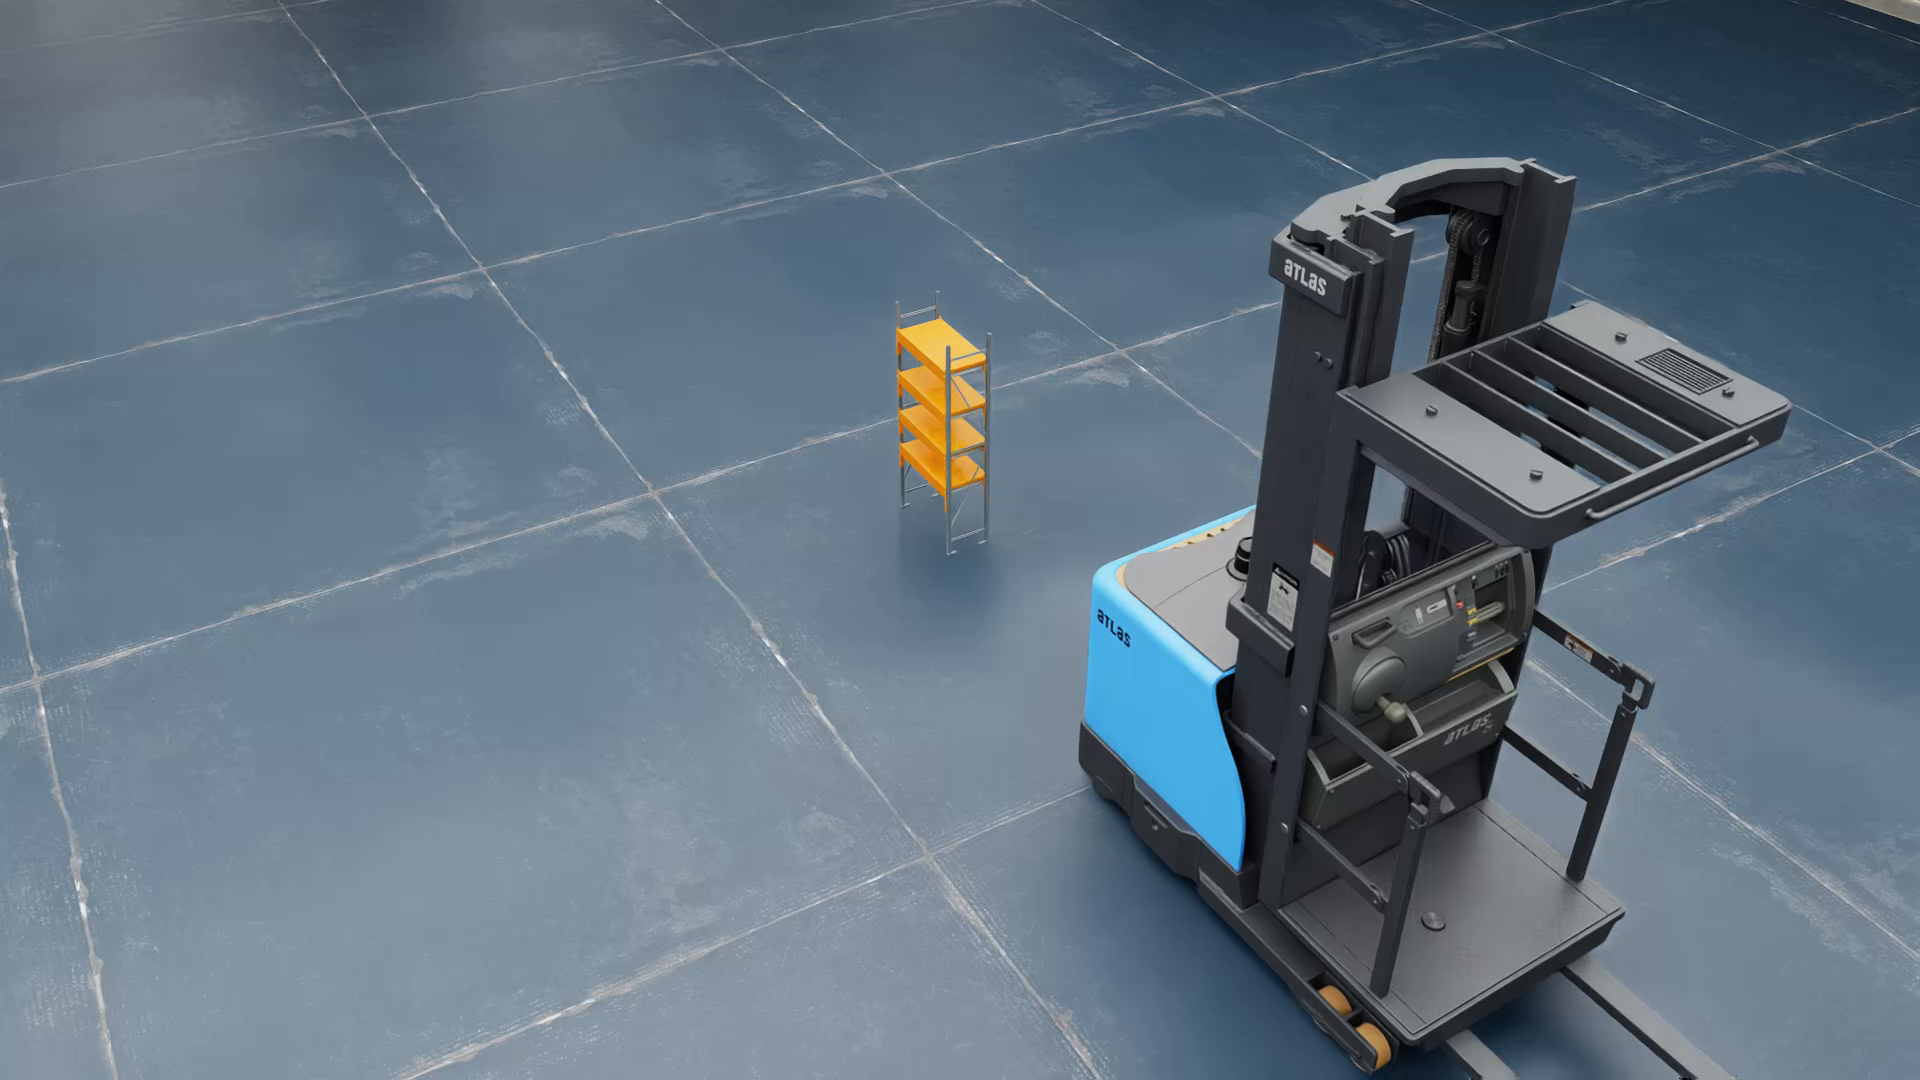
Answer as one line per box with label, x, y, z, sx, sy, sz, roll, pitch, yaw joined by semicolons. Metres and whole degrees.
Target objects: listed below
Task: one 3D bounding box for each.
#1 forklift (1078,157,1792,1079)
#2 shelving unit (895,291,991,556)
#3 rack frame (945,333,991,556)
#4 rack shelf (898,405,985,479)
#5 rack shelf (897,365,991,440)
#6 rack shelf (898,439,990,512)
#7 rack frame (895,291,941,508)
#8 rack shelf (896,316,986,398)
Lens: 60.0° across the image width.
forklift;1.716;0.378;5.475;1.130;2.935;3.031;-21;41;-26
shelving unit;-0.083;-0.569;8.239;0.258;1.200;0.503;-19;40;-24
rack frame;0.039;-0.445;8.069;0.240;1.200;0.015;-19;40;-24
rack shelf;-0.083;-0.515;8.279;0.258;0.148;0.480;-19;40;-24
rack shelf;-0.083;-0.695;8.147;0.258;0.148;0.480;-19;40;-24
rack shelf;-0.083;-0.354;8.396;0.258;0.148;0.480;-19;40;-24
rack frame;-0.206;-0.693;8.409;0.240;1.200;0.015;-19;40;-24
rack shelf;-0.083;-0.886;8.007;0.258;0.148;0.480;-19;40;-24
